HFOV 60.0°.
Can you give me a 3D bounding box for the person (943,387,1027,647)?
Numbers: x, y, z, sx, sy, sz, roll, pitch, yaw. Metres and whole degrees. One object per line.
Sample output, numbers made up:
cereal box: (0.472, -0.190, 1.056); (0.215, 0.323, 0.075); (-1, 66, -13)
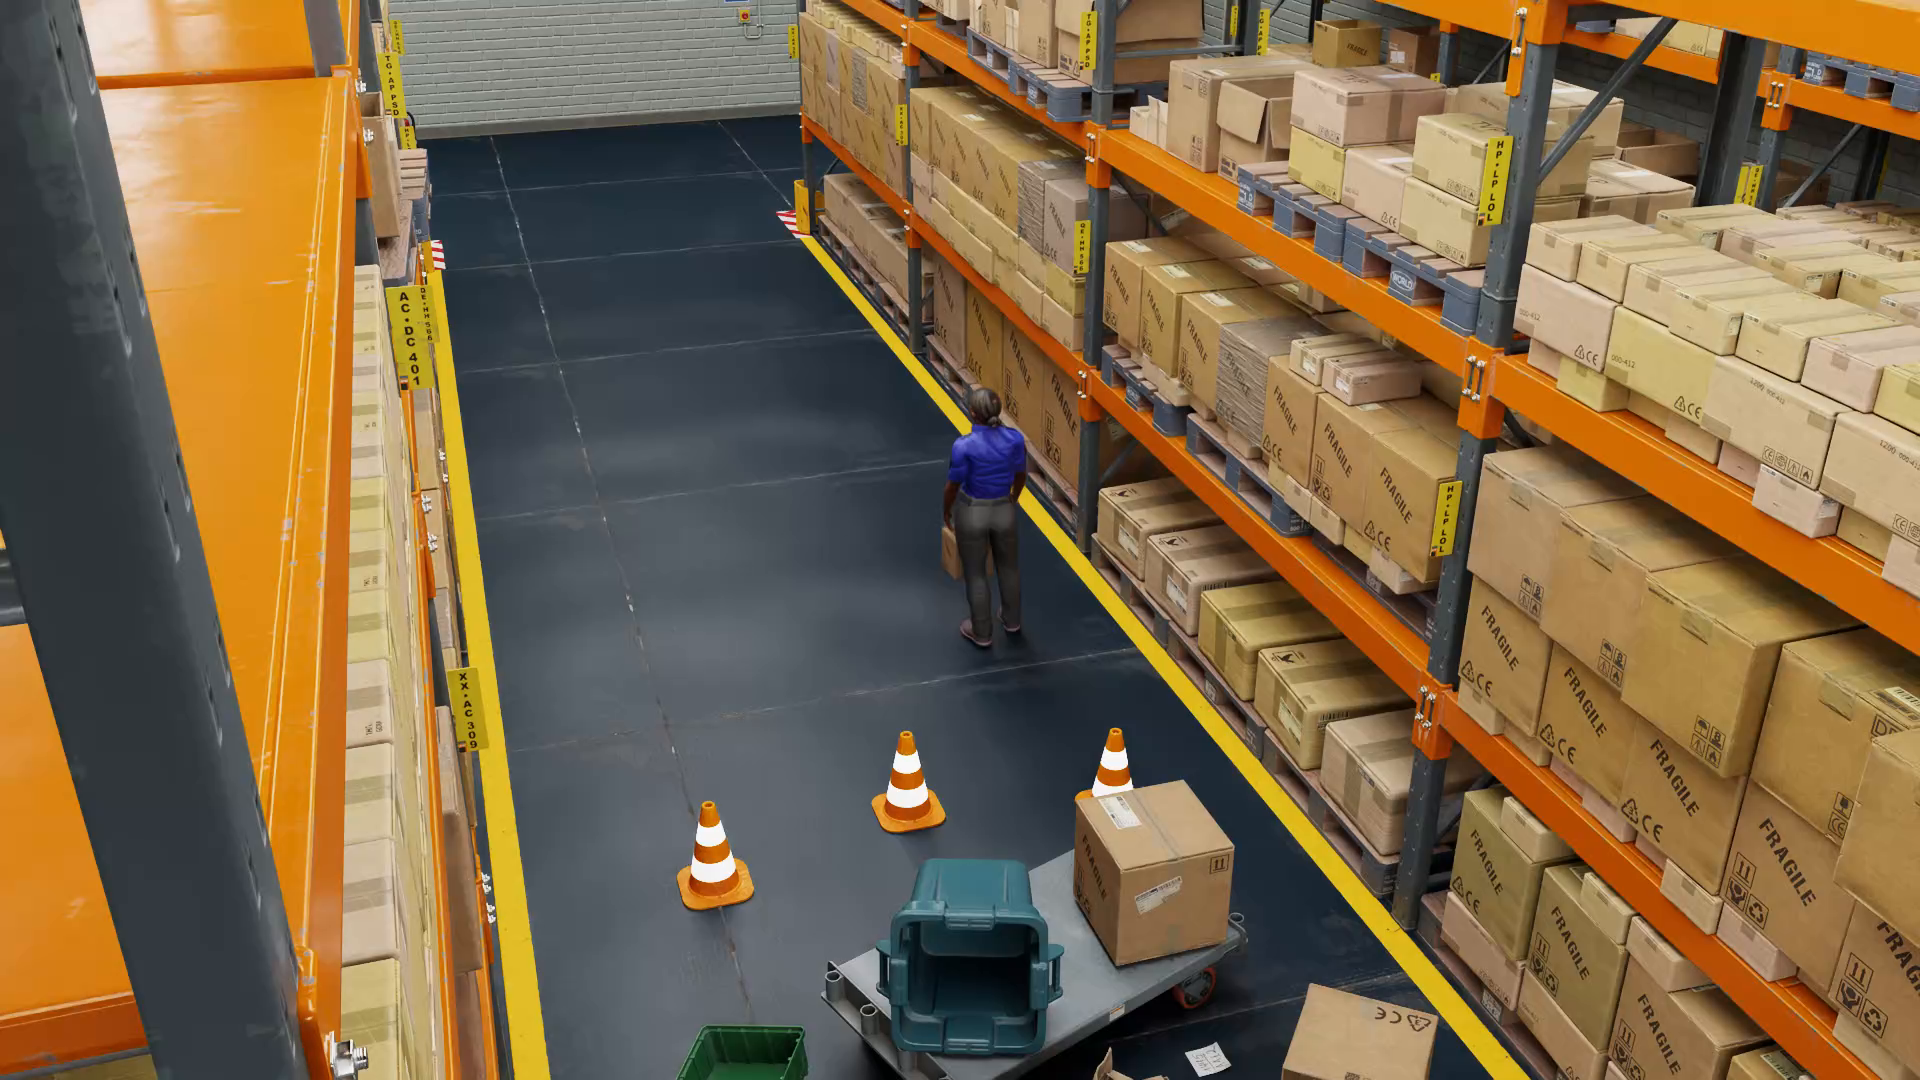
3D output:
person: (0.143, -0.161, 9.663); (0.547, 1.654, 0.502); (-8, 28, -16)
